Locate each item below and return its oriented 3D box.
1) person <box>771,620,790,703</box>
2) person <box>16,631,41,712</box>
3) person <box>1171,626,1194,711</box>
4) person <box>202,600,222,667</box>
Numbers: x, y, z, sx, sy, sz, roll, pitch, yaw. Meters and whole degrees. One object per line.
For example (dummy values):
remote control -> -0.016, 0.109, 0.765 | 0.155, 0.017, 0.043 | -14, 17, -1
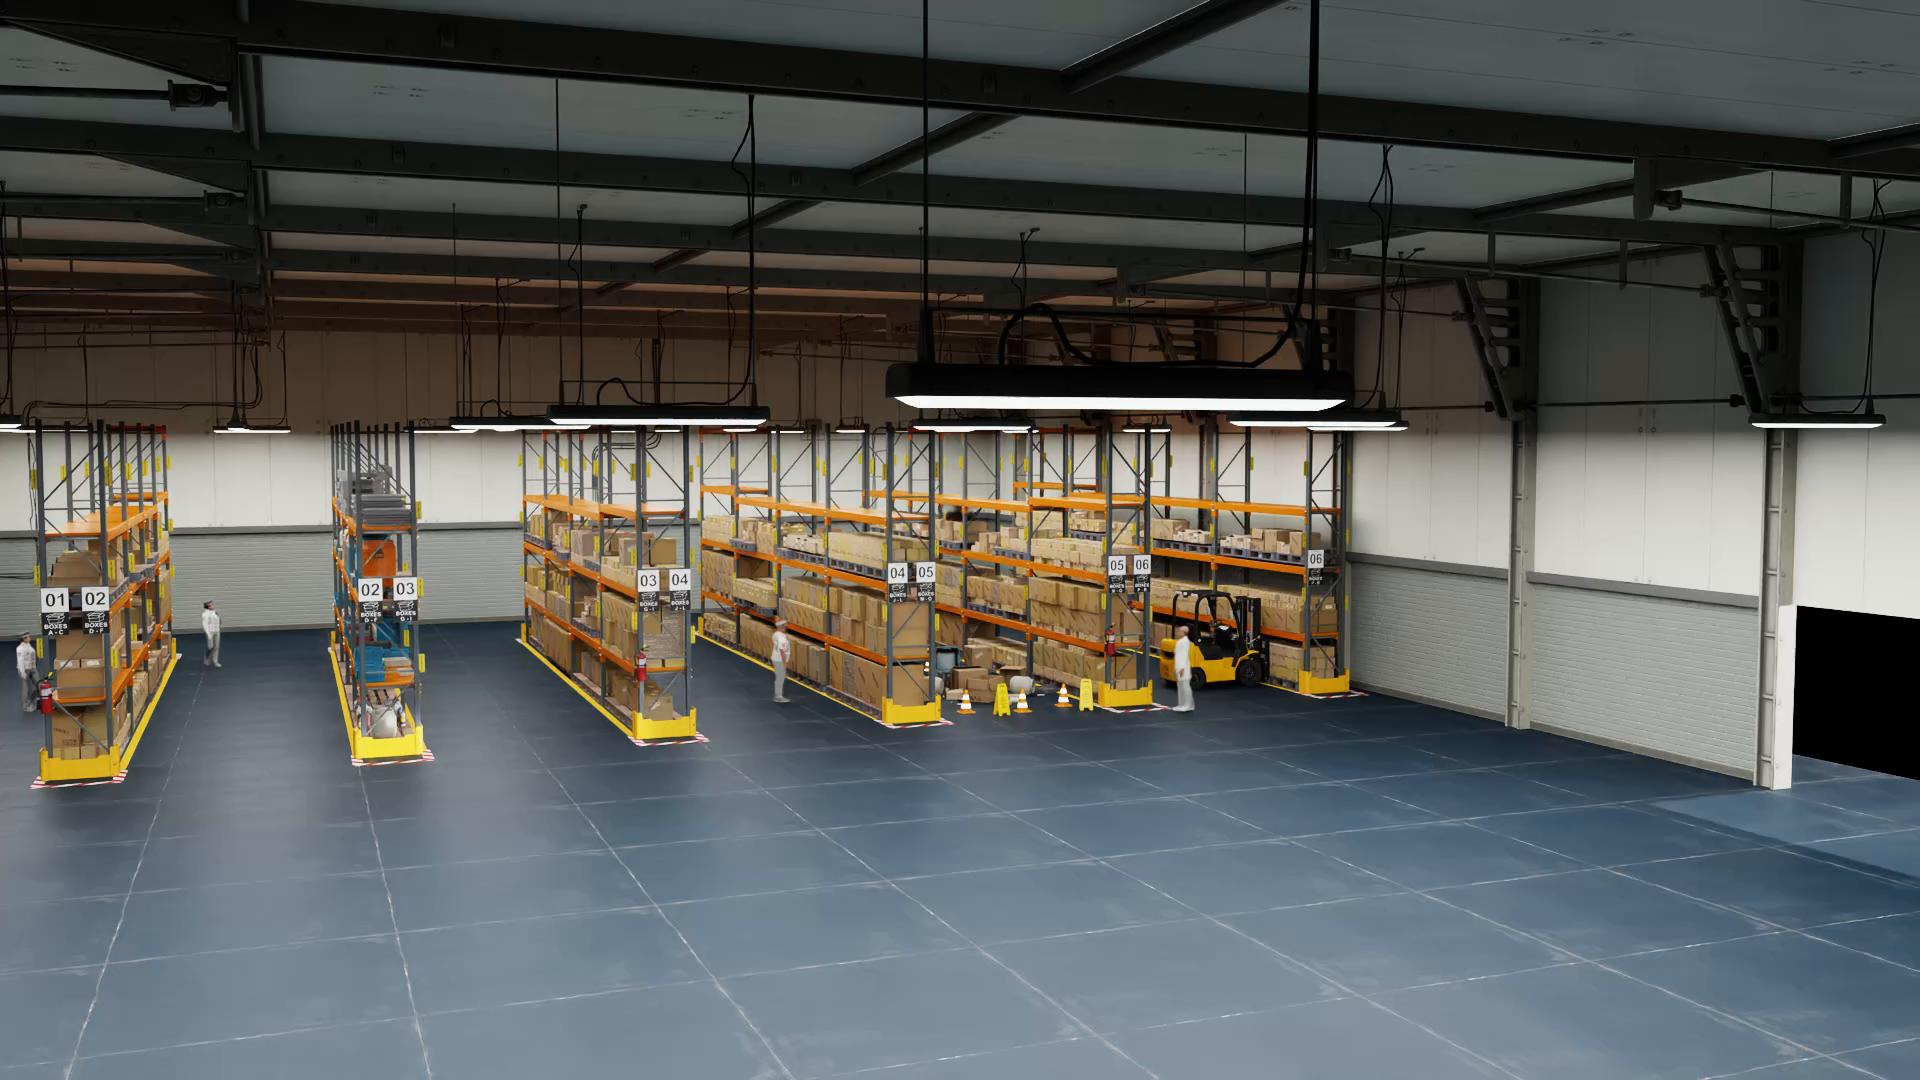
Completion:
person -> -3.852, 2.605, 35.734 | 0.405, 1.774, 0.579 | -1, 4, -13
person -> -19.427, 2.731, 34.655 | 0.412, 1.689, 0.530 | 1, 4, 13
person -> 4.655, 2.679, 34.585 | 0.456, 1.805, 0.676 | -1, 4, -11
person -> -18.541, 2.314, 41.301 | 0.495, 1.678, 0.513 | 2, 4, 30
